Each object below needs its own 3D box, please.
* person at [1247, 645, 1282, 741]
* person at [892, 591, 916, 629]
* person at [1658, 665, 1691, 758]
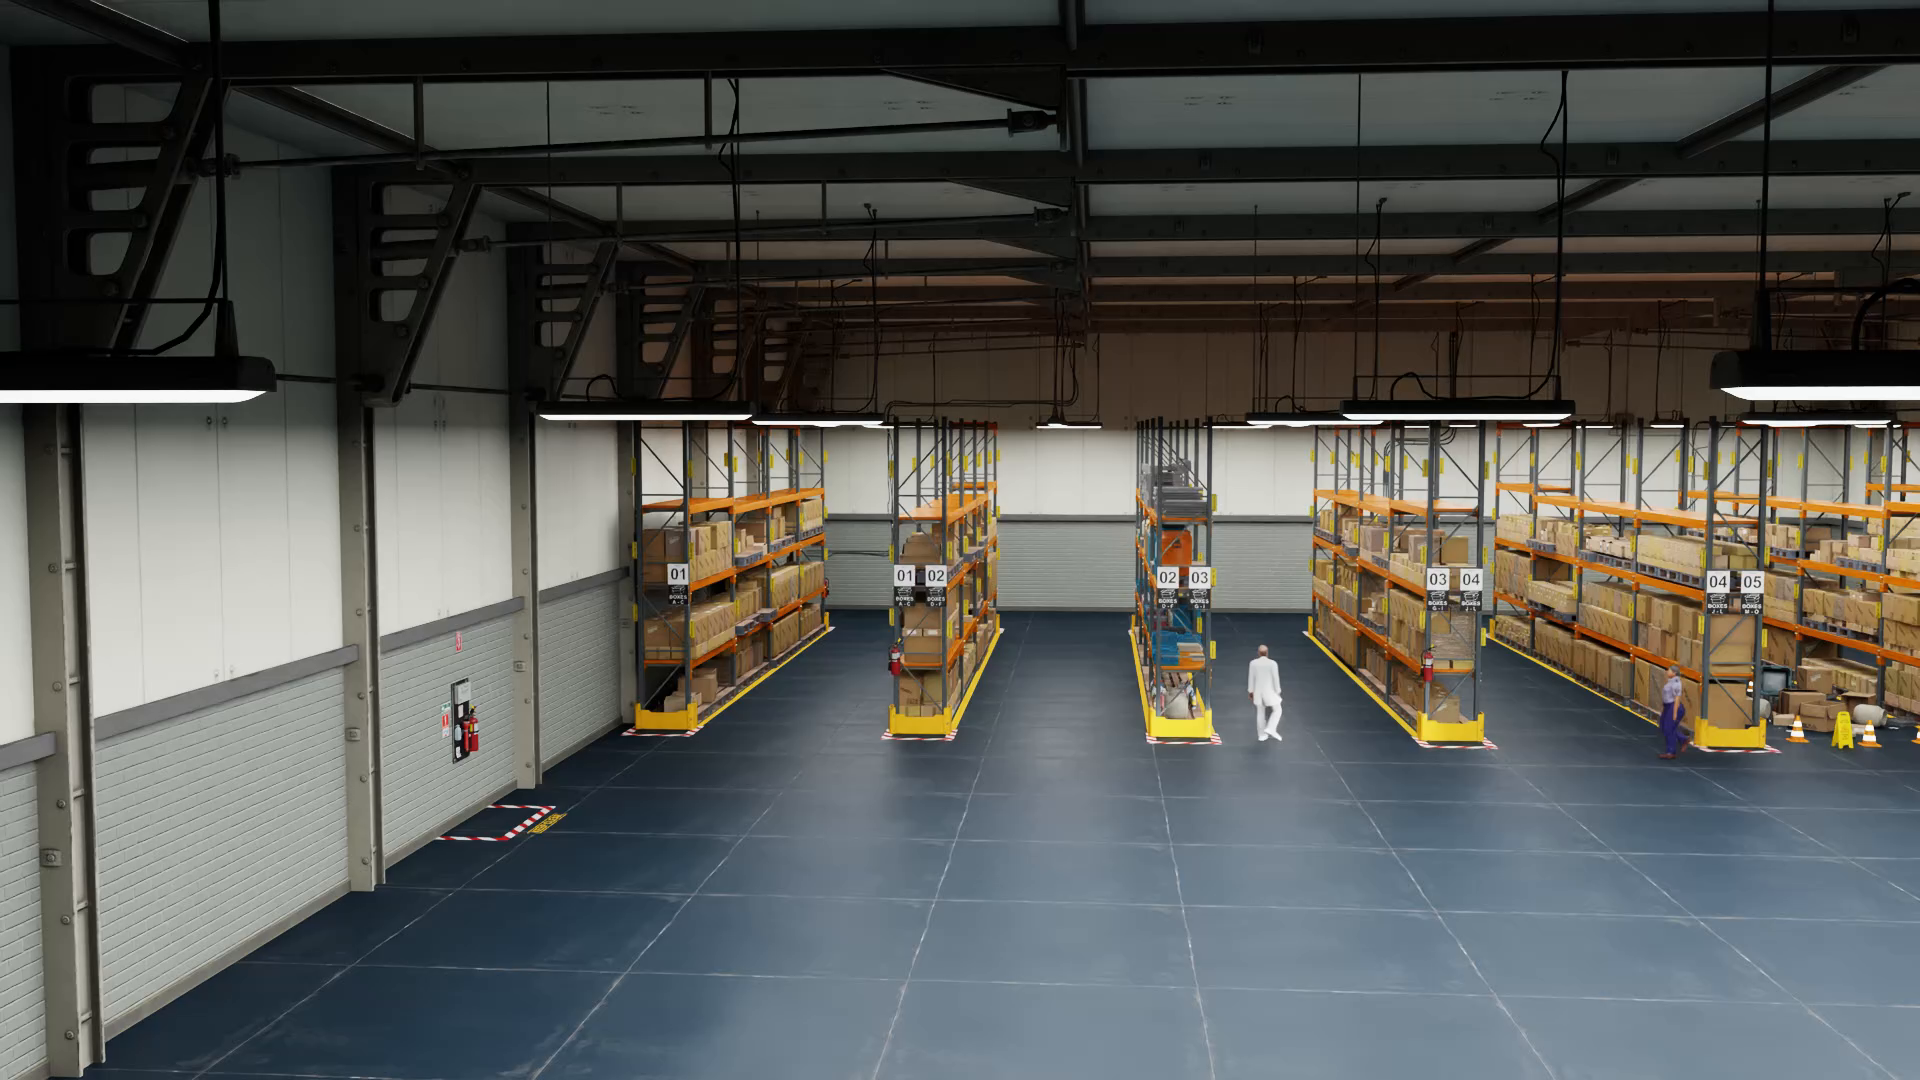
[{"bbox_3d":[5.654,2.831,30.793,0.703,1.773,0.545,3,5,34],"label":"person"},{"bbox_3d":[-1.485,1.920,45.471,0.722,1.689,0.665,1,4,13],"label":"person"},{"bbox_3d":[12.527,2.988,29.079,0.612,1.630,0.485,0,4,5],"label":"person"}]
